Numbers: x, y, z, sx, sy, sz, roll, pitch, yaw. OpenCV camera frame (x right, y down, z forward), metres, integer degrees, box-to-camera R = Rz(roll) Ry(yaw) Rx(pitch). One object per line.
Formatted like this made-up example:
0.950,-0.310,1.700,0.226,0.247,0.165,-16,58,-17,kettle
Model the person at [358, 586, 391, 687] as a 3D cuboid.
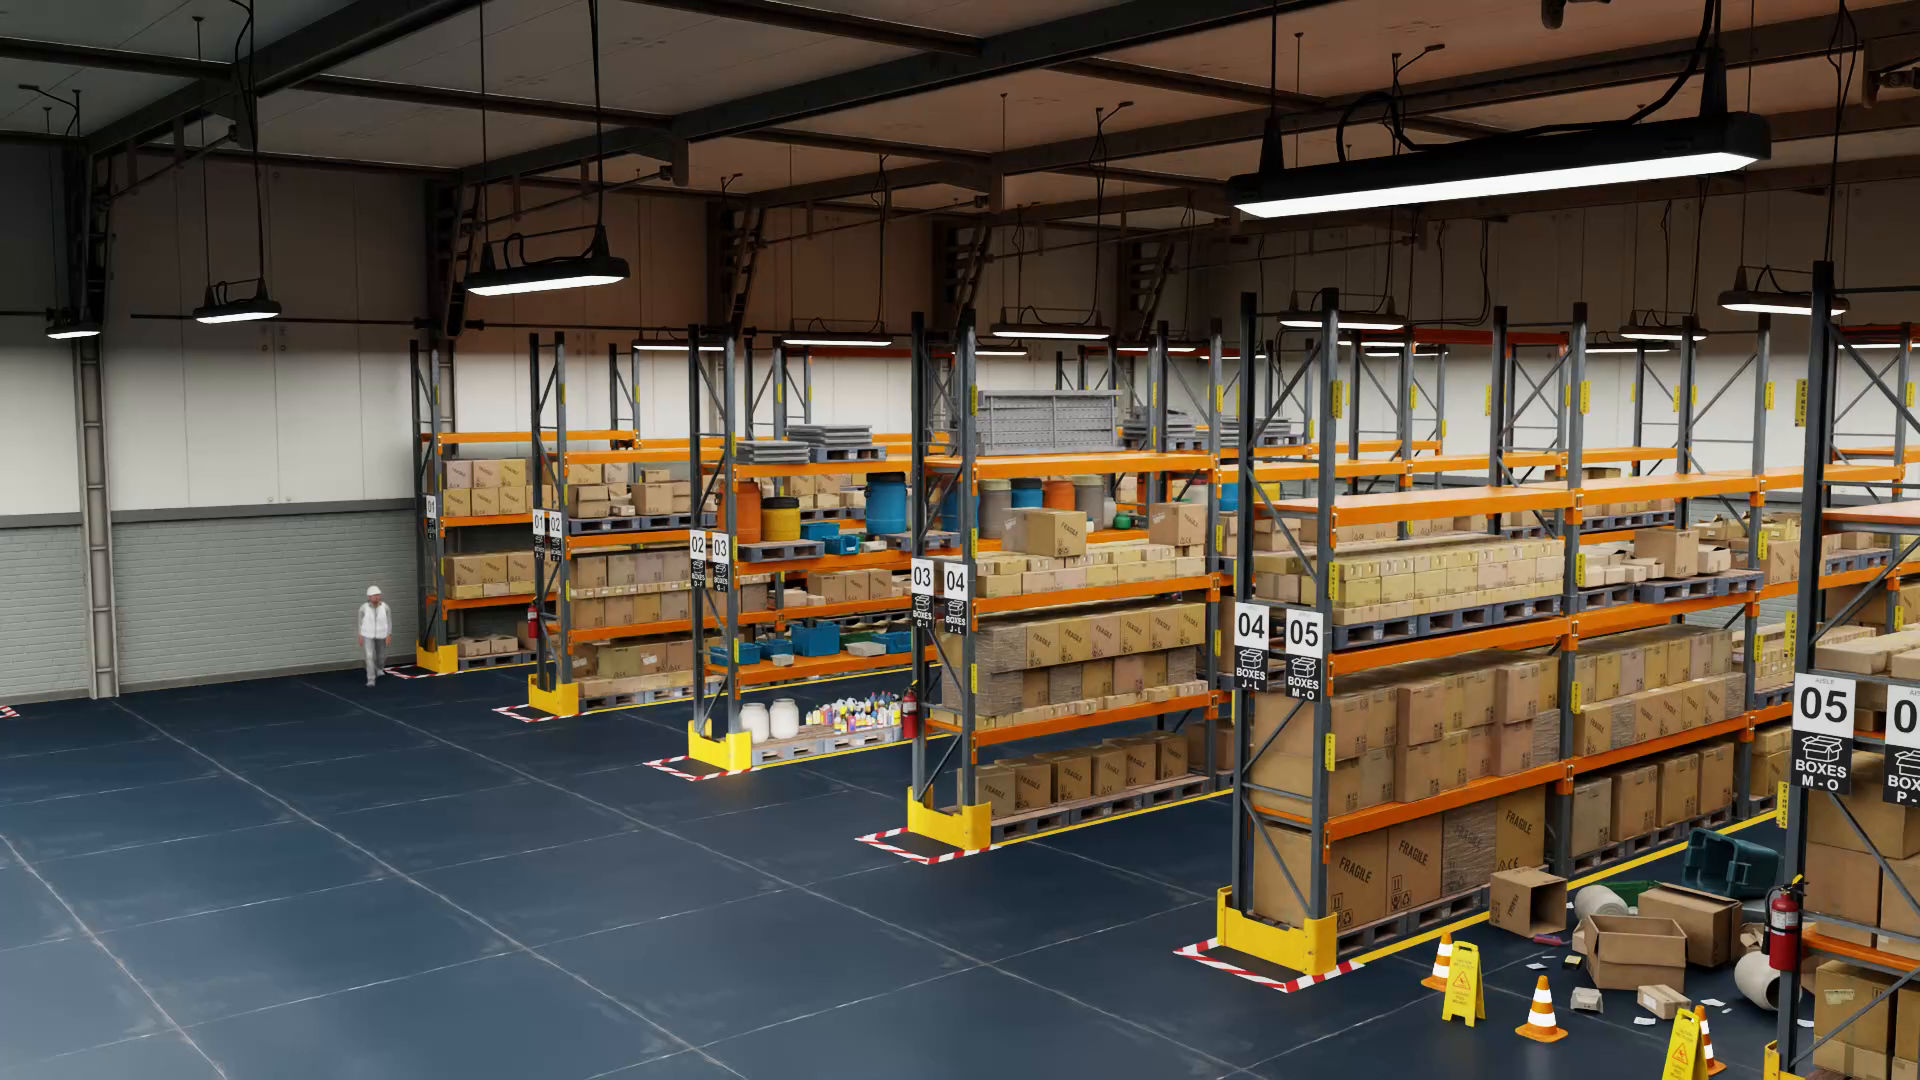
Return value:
-10.157,1.644,28.867,0.554,1.718,1.106,-2,6,-23,person
